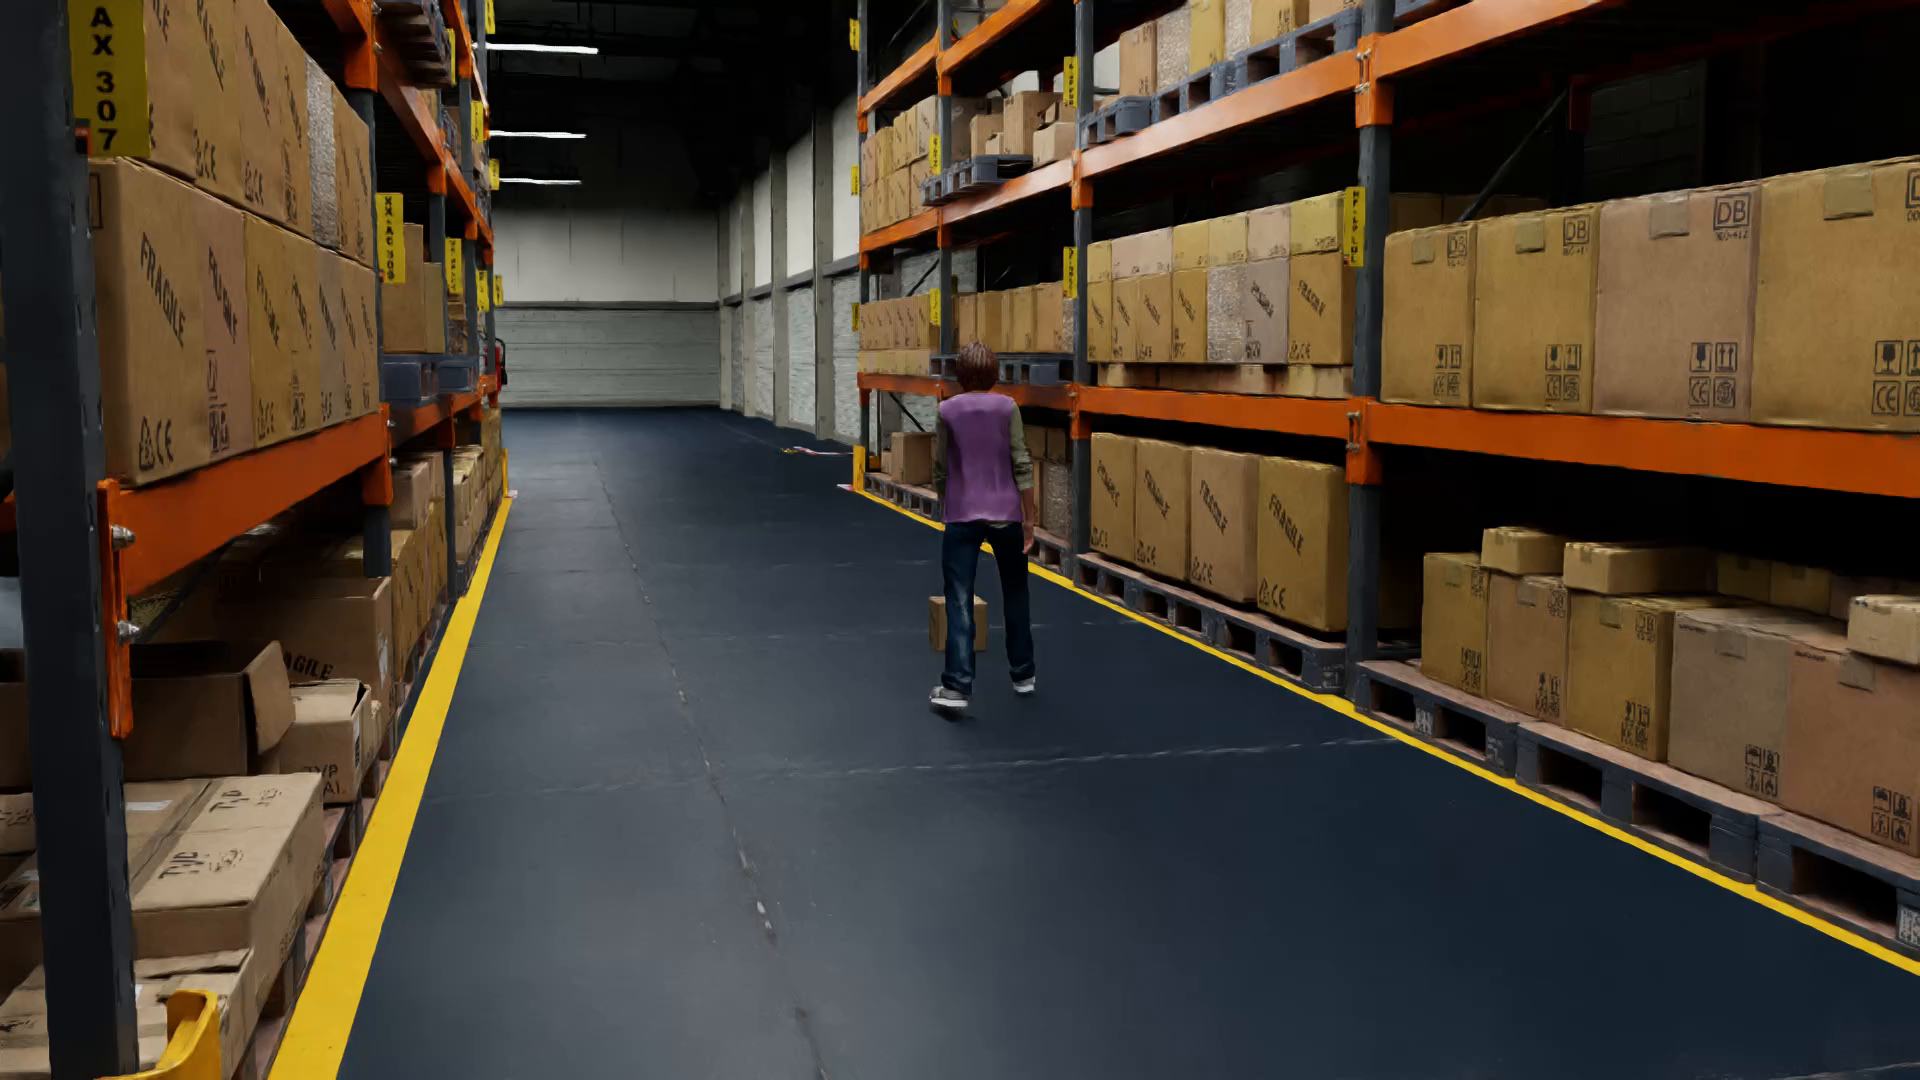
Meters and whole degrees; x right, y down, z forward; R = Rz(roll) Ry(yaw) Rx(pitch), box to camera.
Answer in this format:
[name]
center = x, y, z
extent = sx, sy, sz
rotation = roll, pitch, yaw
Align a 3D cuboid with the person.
[person]
center = 0.111, -0.024, 7.178
extent = 0.500, 1.431, 0.733
rotation = 0, 6, -4
